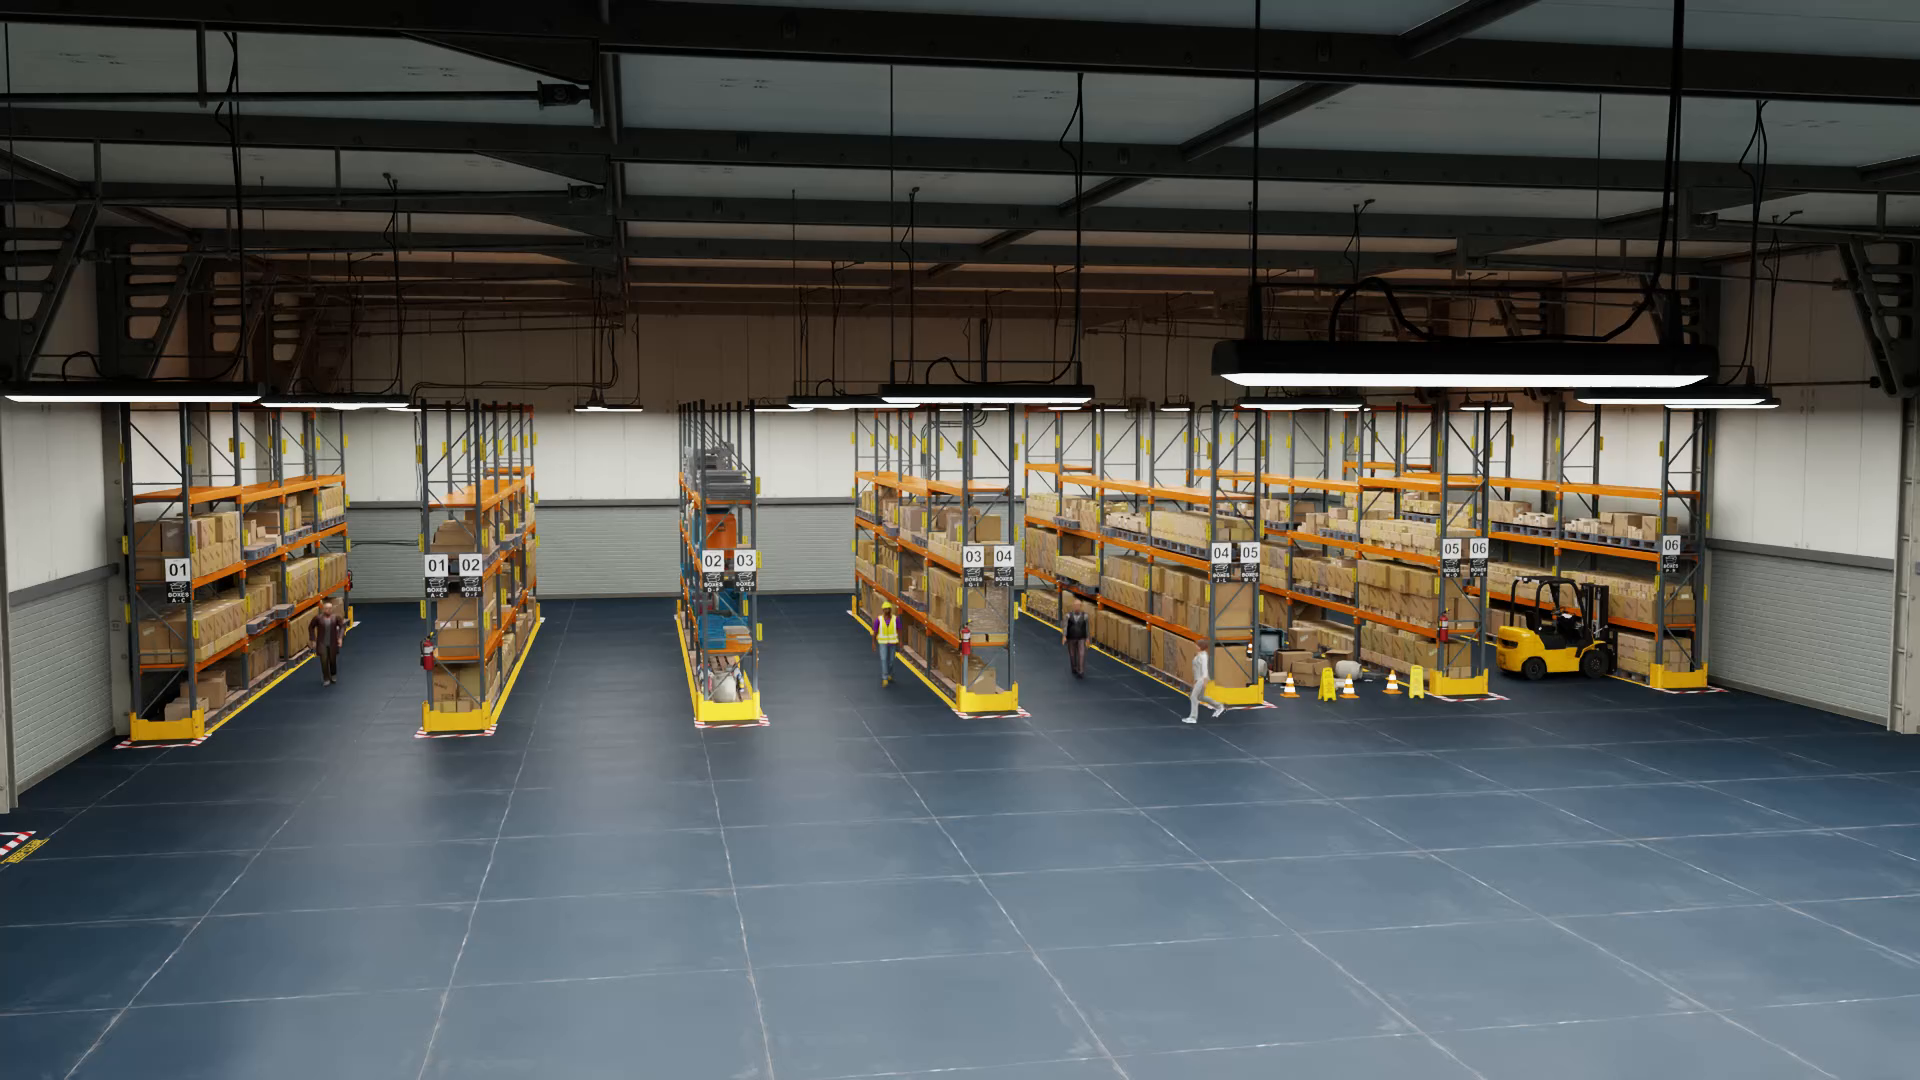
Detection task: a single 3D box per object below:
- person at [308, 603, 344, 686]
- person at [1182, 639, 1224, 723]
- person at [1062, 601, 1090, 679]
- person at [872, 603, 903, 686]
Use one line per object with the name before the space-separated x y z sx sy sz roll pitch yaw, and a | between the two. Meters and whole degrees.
person | -13.434 2.196 35.268 0.724 1.748 0.748 -1 5 -18
person | 4.528 2.601 30.844 0.847 1.558 0.416 -1 4 -8
person | 2.516 2.156 36.096 0.587 1.659 1.055 1 4 7
person | -1.534 2.182 35.250 0.656 1.699 1.050 -1 4 -8
